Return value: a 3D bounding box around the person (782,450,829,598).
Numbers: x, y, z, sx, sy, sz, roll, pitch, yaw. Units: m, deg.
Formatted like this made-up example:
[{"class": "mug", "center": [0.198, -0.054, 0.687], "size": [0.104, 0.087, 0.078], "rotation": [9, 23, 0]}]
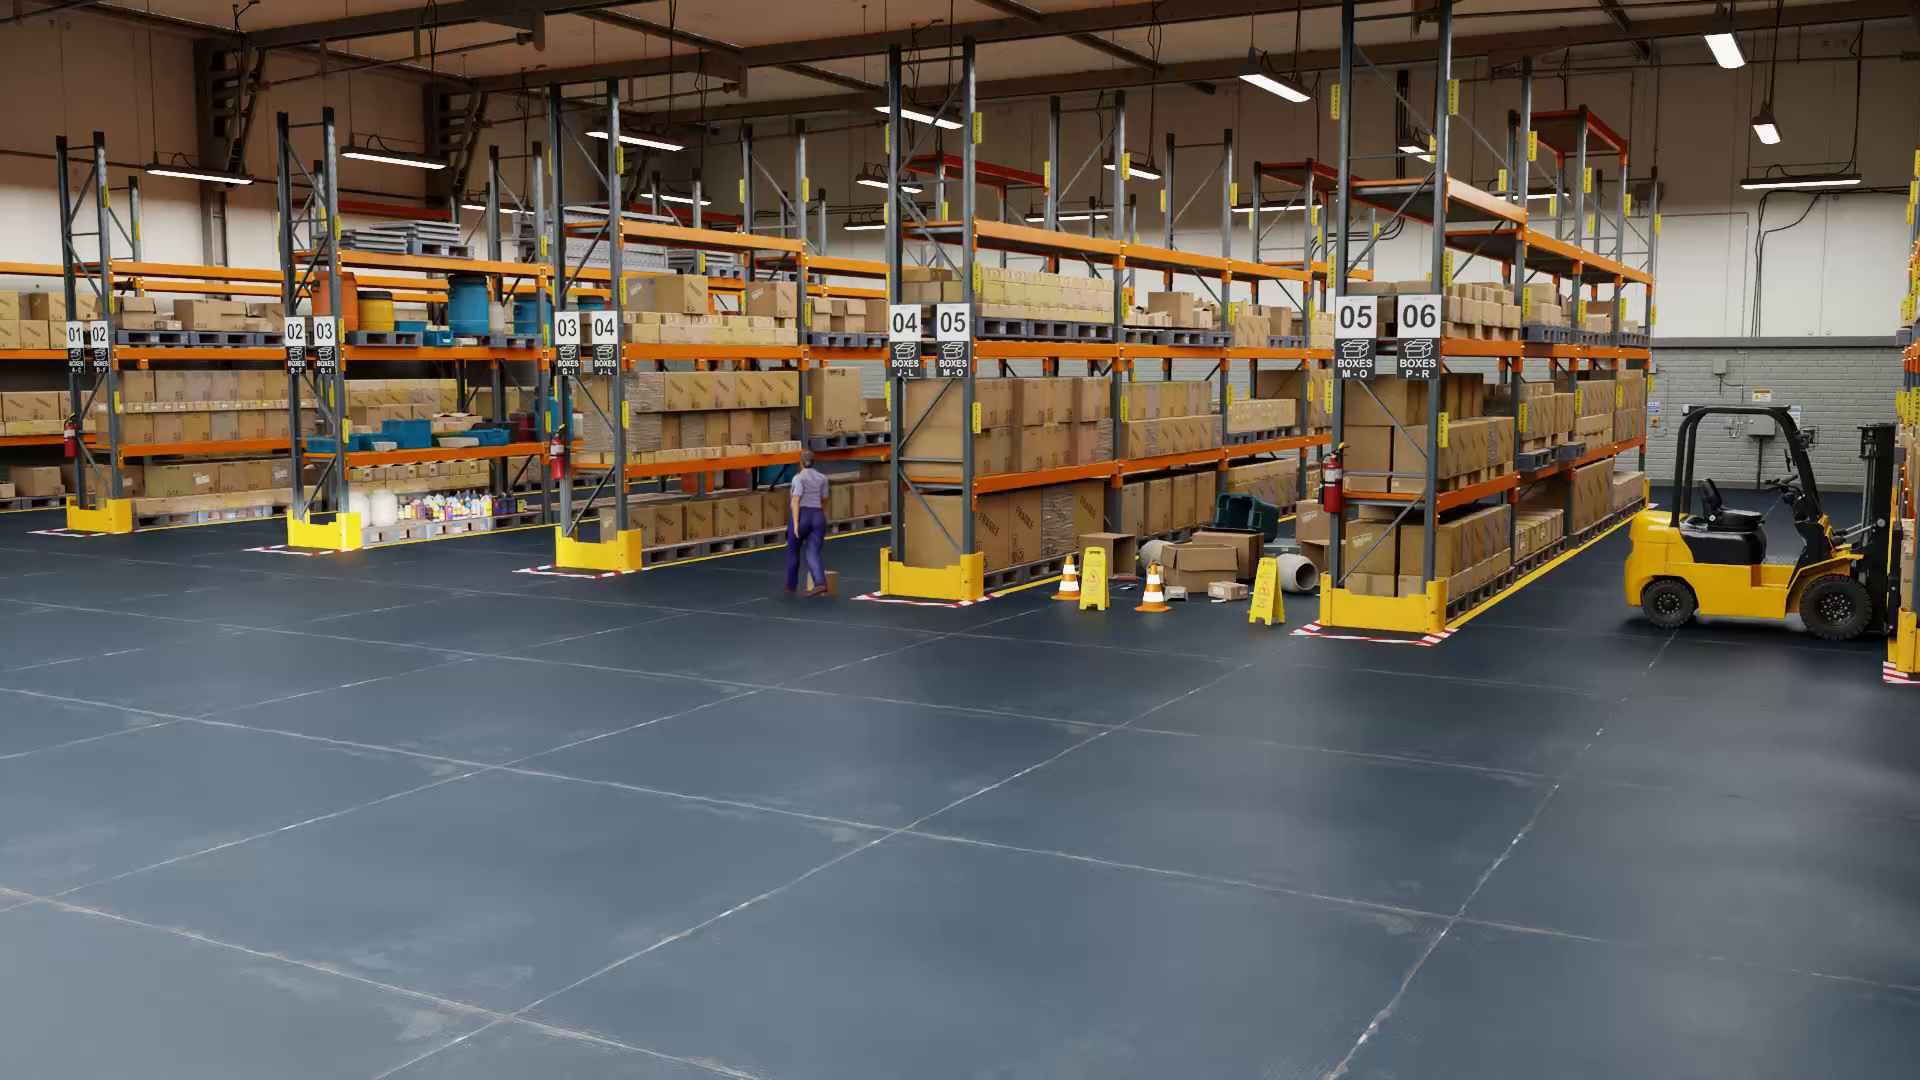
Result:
[{"class": "person", "center": [-1.650, -0.182, 18.215], "size": [0.515, 1.594, 0.948], "rotation": [-3, 7, -29]}]
